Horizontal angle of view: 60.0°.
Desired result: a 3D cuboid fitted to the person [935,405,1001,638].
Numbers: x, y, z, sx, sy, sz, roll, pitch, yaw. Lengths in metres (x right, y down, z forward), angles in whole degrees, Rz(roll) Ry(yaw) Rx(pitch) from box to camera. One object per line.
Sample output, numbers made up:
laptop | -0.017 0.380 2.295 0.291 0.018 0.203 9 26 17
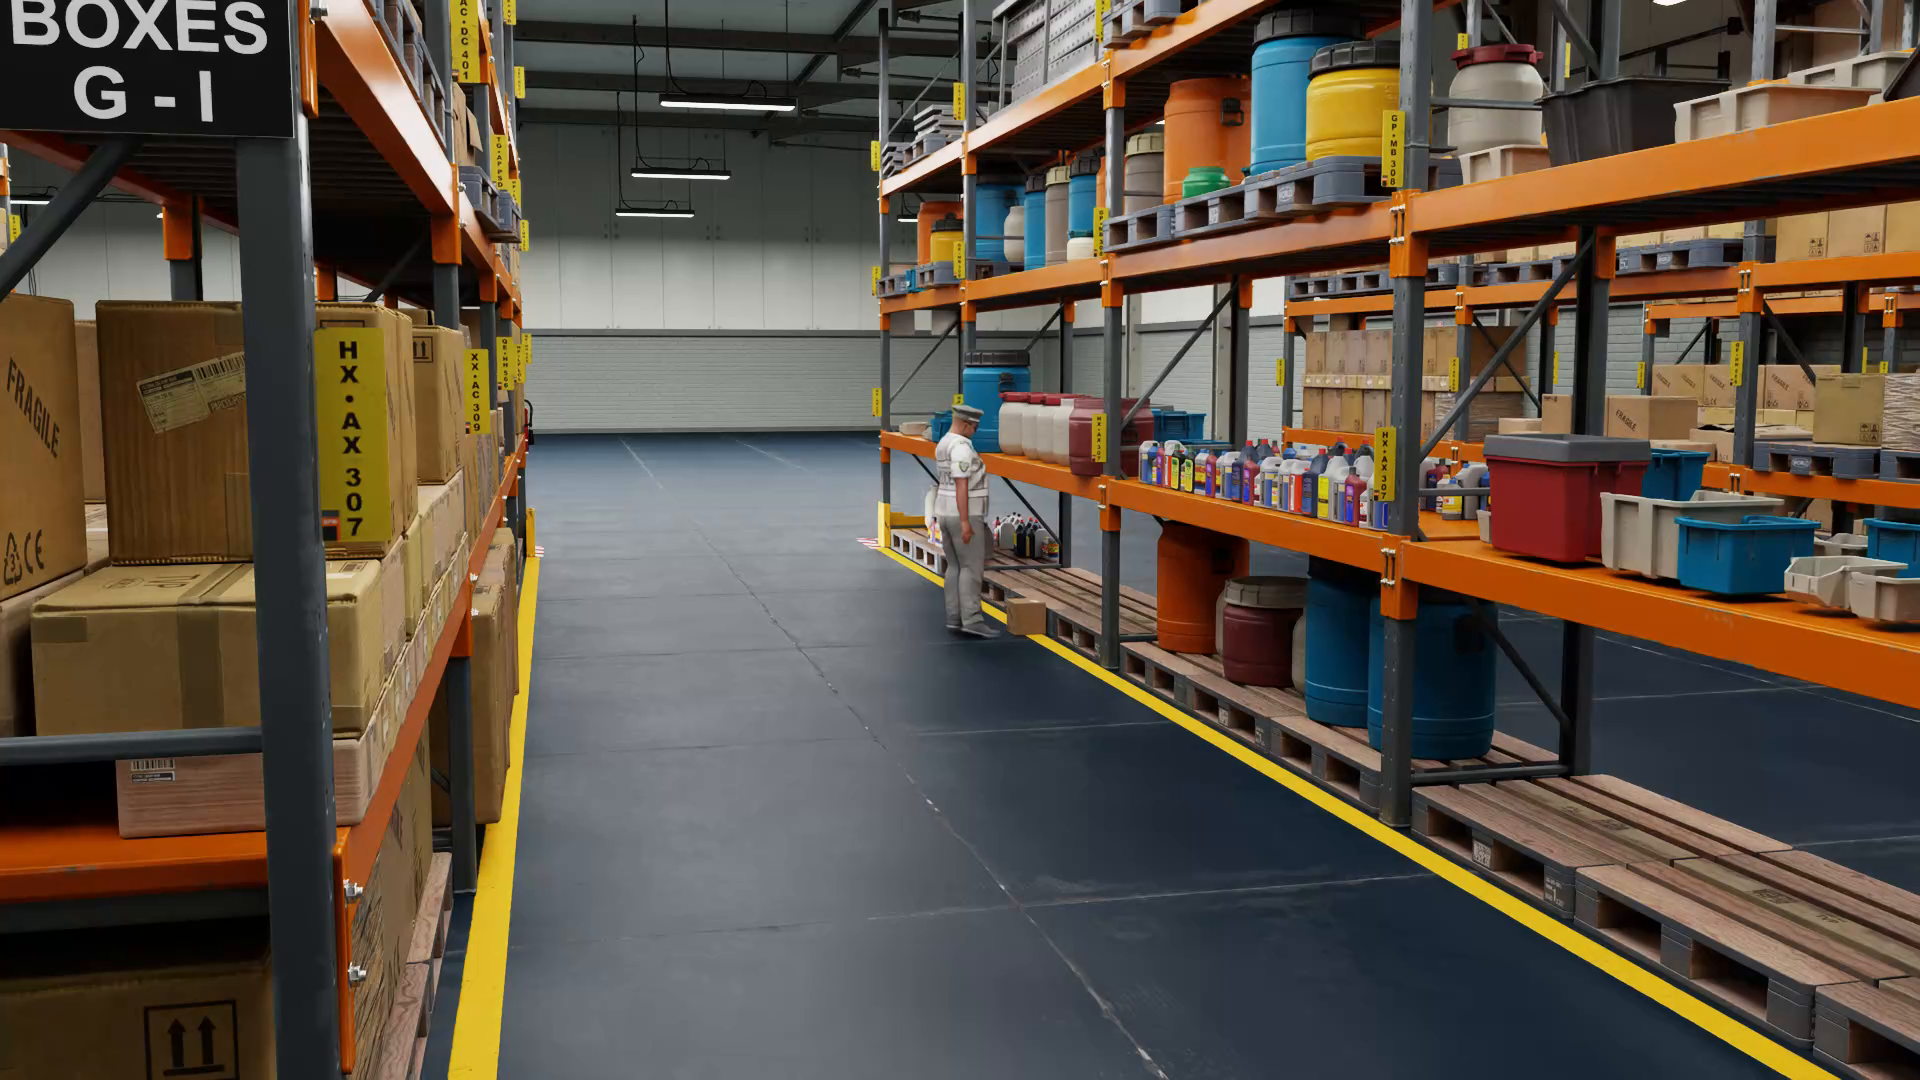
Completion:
person | 0.046 -0.145 12.749 0.453 1.775 0.618 -2 6 -21
